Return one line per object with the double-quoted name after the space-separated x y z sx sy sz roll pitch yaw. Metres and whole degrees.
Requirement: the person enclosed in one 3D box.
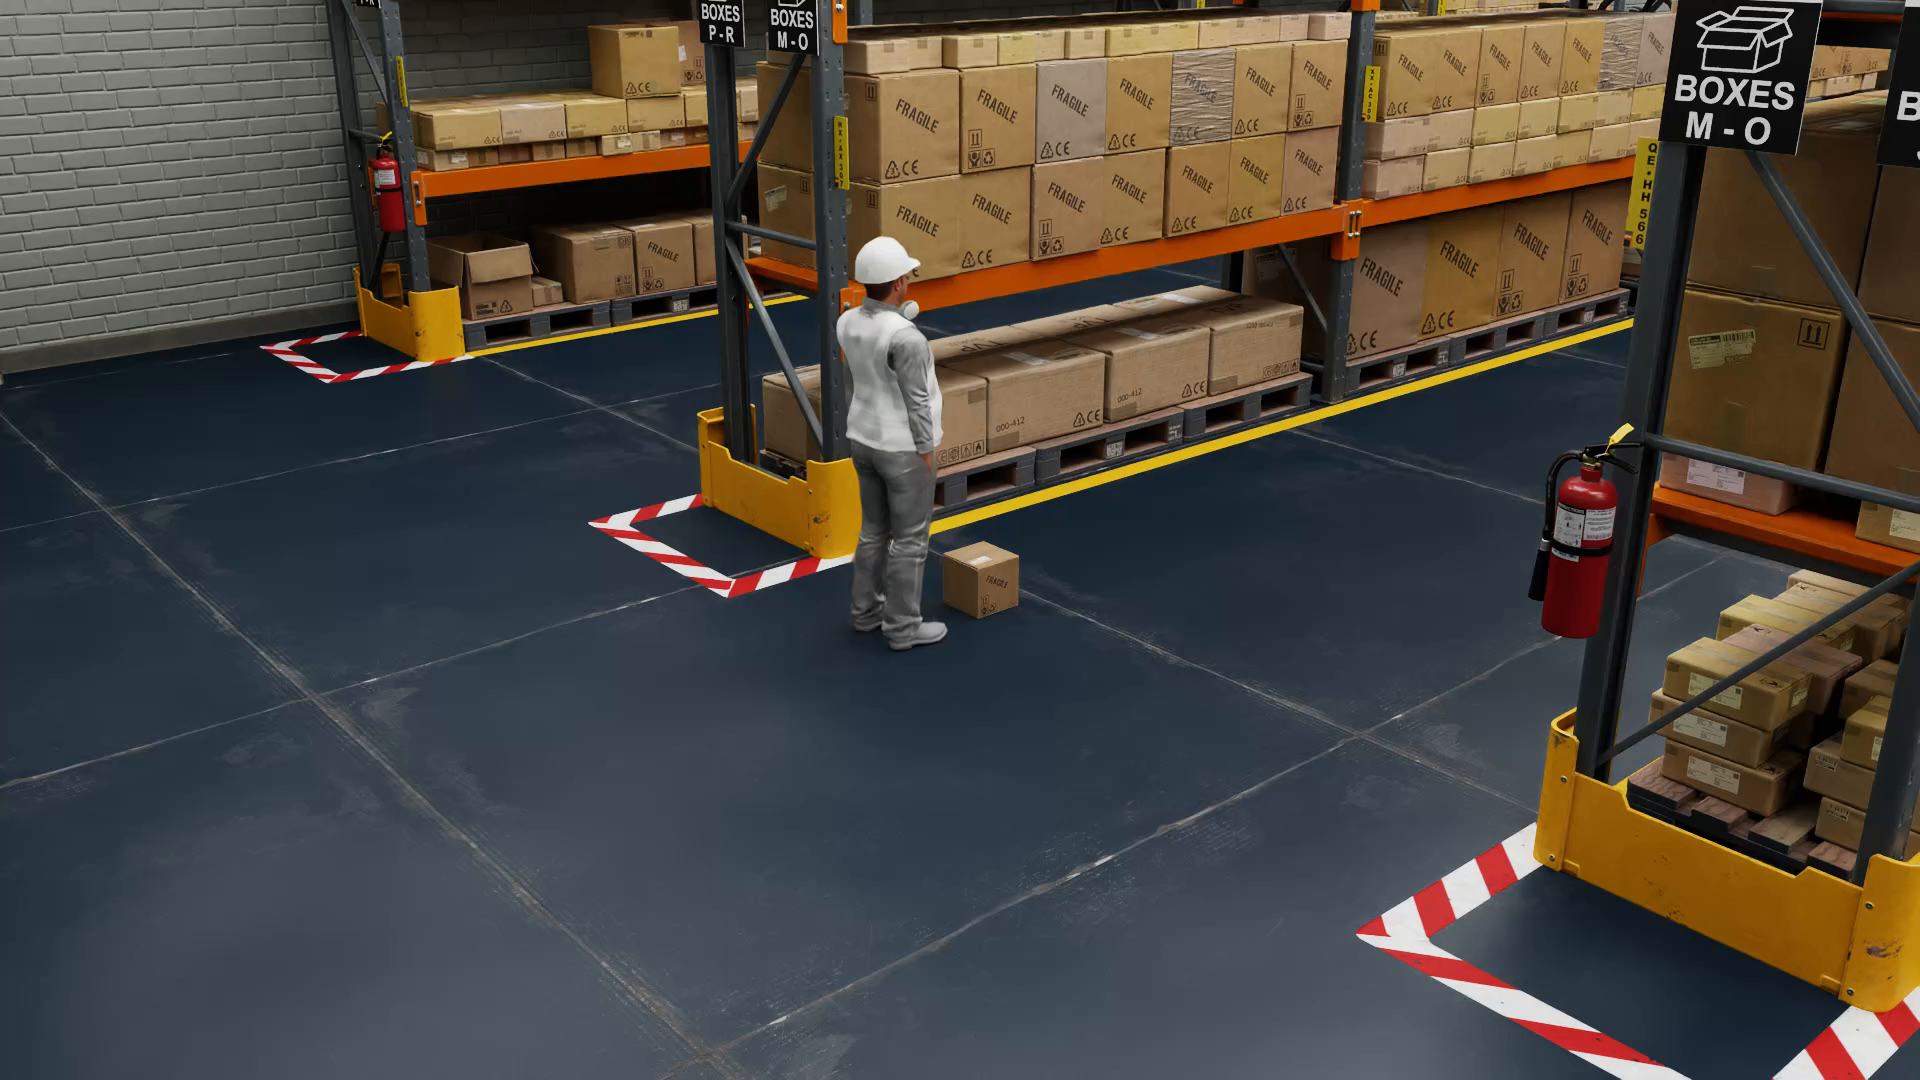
-0.289 -0.420 7.153 0.358 1.772 0.529 -16 26 -36 "person"
